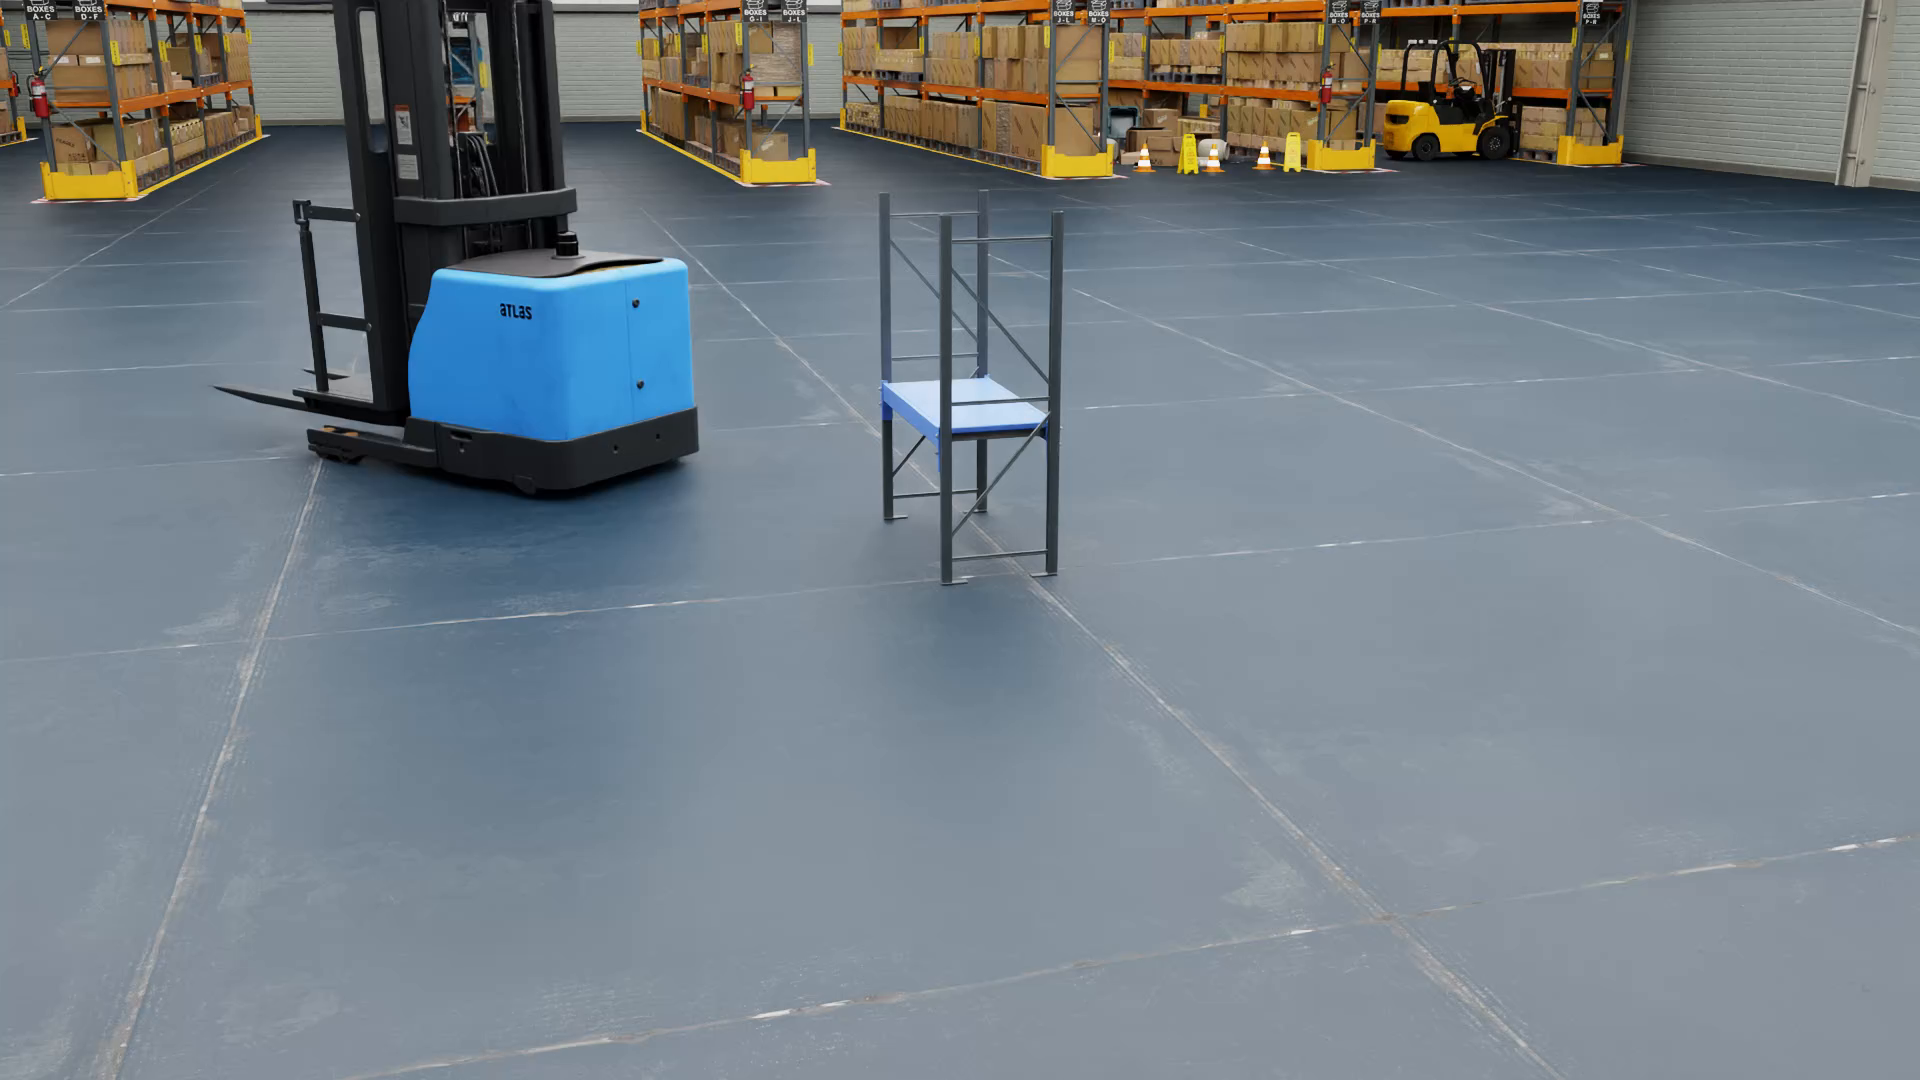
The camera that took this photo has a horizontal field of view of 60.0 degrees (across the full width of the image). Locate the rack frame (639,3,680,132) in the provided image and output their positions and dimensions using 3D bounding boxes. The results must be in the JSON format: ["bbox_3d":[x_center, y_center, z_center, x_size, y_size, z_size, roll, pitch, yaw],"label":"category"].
[{"bbox_3d":[-7.261,-11.544,40.670,1.000,3.000,0.127,-5,17,-15],"label":"rack frame"}]

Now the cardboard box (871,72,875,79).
[{"bbox_3d":[-1.845,-10.805,38.645,0.380,0.149,0.250,-5,17,-17],"label":"cardboard box"}]

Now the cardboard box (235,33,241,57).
[{"bbox_3d":[-15.973,-10.763,36.156,0.500,0.500,0.500,-4,17,-14],"label":"cardboard box"}]

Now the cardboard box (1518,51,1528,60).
[{"bbox_3d":[10.695,-9.081,31.167,0.380,0.149,0.250,-5,17,-15],"label":"cardboard box"}]

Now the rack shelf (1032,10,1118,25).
[{"bbox_3d":[2.817,-12.867,41.108,1.077,0.370,4.000,-5,17,-15],"label":"rack shelf"}]

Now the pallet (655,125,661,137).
[{"bbox_3d":[-6.635,-9.657,39.234,1.003,0.211,1.213,-5,17,-15],"label":"pallet"}]

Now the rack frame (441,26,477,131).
[{"bbox_3d":[-9.825,-8.940,31.999,1.000,3.000,0.127,-5,17,-15],"label":"rack frame"}]

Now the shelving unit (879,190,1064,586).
[{"bbox_3d":[0.023,-0.695,7.158,0.538,1.500,1.048,-5,17,-15],"label":"shelving unit"}]

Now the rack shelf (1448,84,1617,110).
[{"bbox_3d":[10.886,-8.504,31.799,1.077,0.370,4.000,-5,17,-15],"label":"rack shelf"}]

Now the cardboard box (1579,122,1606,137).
[{"bbox_3d":[11.506,-7.566,30.605,0.500,0.250,0.500,-4,17,-14],"label":"cardboard box"}]

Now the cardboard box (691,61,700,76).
[{"bbox_3d":[-4.823,-8.979,31.660,0.500,0.250,0.500,-5,17,-17],"label":"cardboard box"}]

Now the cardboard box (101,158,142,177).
[{"bbox_3d":[-12.465,-5.525,24.679,0.500,0.250,0.500,-5,17,-15],"label":"cardboard box"}]

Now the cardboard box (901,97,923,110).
[{"bbox_3d":[-0.980,-9.508,36.202,0.500,0.250,0.500,-4,17,-14],"label":"cardboard box"}]

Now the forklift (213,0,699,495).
[{"bbox_3d":[-2.890,-1.927,8.771,3.031,2.935,1.130,11,20,32],"label":"forklift"}]

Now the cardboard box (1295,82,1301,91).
[{"bbox_3d":[6.129,-8.002,29.314,0.380,0.149,0.250,-5,17,-16],"label":"cardboard box"}]

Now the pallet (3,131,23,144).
[{"bbox_3d":[-21.254,-8.819,36.444,1.003,0.211,1.213,-5,17,-15],"label":"pallet"}]

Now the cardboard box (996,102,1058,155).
[{"bbox_3d":[1.190,-7.344,29.650,0.875,0.875,0.875,-5,17,-15],"label":"cardboard box"}]

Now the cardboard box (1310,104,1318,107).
[{"bbox_3d":[8.480,-10.038,39.271,0.500,0.500,0.500,-5,18,-17],"label":"cardboard box"}]

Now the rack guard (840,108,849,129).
[{"bbox_3d":[-2.444,-10.690,42.172,1.175,0.500,0.348,-5,17,-15],"label":"rack guard"}]

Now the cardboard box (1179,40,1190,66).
[{"bbox_3d":[4.799,-9.935,33.890,0.500,0.500,0.500,-5,18,-17],"label":"cardboard box"}]

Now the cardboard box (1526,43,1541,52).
[{"bbox_3d":[10.764,-9.153,30.890,0.380,0.149,0.250,-4,17,-14],"label":"cardboard box"}]

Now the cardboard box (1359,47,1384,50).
[{"bbox_3d":[9.246,-10.912,37.661,0.500,0.500,0.500,-4,17,-13],"label":"cardboard box"}]

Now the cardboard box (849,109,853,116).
[{"bbox_3d":[-2.547,-10.641,41.372,0.380,0.149,0.250,-5,17,-16],"label":"cardboard box"}]

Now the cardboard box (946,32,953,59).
[{"bbox_3d":[0.131,-9.816,33.004,0.700,0.500,0.500,-5,17,-16],"label":"cardboard box"}]

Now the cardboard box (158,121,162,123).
[{"bbox_3d":[-14.575,-7.389,29.912,0.500,0.311,0.500,-5,17,-17],"label":"cardboard box"}]

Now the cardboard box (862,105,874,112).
[{"bbox_3d":[-2.143,-10.355,39.904,0.380,0.149,0.250,-5,18,-17],"label":"cardboard box"}]

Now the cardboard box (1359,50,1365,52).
[{"bbox_3d":[9.042,-10.755,36.742,0.380,0.149,0.250,-4,17,-14],"label":"cardboard box"}]

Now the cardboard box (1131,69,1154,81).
[{"bbox_3d":[4.077,-10.162,36.330,0.500,0.250,0.500,-5,18,-17],"label":"cardboard box"}]

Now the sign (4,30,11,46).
[{"bbox_3d":[-21.024,-11.076,36.688,0.100,0.325,0.005,-5,17,-15],"label":"sign"}]

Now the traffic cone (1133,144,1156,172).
[{"bbox_3d":[3.152,-6.527,28.376,0.336,0.463,0.334,-5,17,-15],"label":"traffic cone"}]

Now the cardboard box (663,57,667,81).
[{"bbox_3d":[-6.137,-10.200,36.020,0.500,0.500,0.500,-5,17,-15],"label":"cardboard box"}]

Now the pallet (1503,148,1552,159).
[{"bbox_3d":[10.854,-7.505,32.070,1.003,0.211,1.213,-5,17,-15],"label":"pallet"}]

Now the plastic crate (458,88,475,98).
[{"bbox_3d":[-7.563,-6.874,25.579,0.298,0.136,0.250,-5,17,-15],"label":"plastic crate"}]

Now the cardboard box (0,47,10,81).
[{"bbox_3d":[-21.399,-10.373,36.248,0.980,0.700,0.700,-4,17,-13],"label":"cardboard box"}]

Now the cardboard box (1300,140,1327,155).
[{"bbox_3d":[6.177,-6.995,29.575,0.500,0.250,0.500,-5,17,-16],"label":"cardboard box"}]

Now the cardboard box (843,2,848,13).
[{"bbox_3d":[-2.587,-13.129,40.991,0.500,0.250,0.500,-4,17,-13],"label":"cardboard box"}]

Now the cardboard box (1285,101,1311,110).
[{"bbox_3d":[6.028,-7.753,29.668,0.380,0.149,0.250,-4,17,-14],"label":"cardboard box"}]

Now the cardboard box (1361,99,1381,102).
[{"bbox_3d":[9.393,-9.992,37.989,0.380,0.149,0.250,-4,17,-12],"label":"cardboard box"}]

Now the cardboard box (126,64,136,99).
[{"bbox_3d":[-12.934,-6.942,25.176,0.700,0.500,0.500,-4,17,-14],"label":"cardboard box"}]

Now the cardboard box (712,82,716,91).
[{"bbox_3d":[-4.138,-7.951,29.145,0.380,0.149,0.250,-5,17,-15],"label":"cardboard box"}]

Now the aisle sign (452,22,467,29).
[{"bbox_3d":[-11.762,-12.441,39.135,0.394,0.787,0.004,-5,17,-15],"label":"aisle sign"}]

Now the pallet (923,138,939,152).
[{"bbox_3d":[-0.122,-8.136,34.171,1.003,0.211,1.213,-5,17,-15],"label":"pallet"}]

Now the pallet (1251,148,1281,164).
[{"bbox_3d":[6.122,-7.152,30.894,1.003,0.211,1.213,-5,17,-15],"label":"pallet"}]

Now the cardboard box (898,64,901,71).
[{"bbox_3d":[-1.122,-10.160,35.768,0.380,0.149,0.250,-5,18,-18],"label":"cardboard box"}]

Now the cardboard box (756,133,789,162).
[{"bbox_3d":[-3.020,-6.296,26.815,0.500,0.500,0.500,-1,17,-5],"label":"cardboard box"}]

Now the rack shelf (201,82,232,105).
[{"bbox_3d":[-15.138,-8.758,32.644,1.077,0.370,4.000,-5,17,-15],"label":"rack shelf"}]

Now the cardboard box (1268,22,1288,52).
[{"bbox_3d":[5.943,-8.969,29.667,0.700,0.500,0.500,-5,17,-16],"label":"cardboard box"}]

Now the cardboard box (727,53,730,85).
[{"bbox_3d":[-3.338,-7.734,27.293,0.875,0.500,0.500,-5,17,-15],"label":"cardboard box"}]

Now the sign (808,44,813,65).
[{"bbox_3d":[-2.343,-7.576,25.954,0.100,0.325,0.005,-5,17,-15],"label":"sign"}]

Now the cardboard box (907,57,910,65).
[{"bbox_3d":[-0.915,-10.093,35.029,0.380,0.149,0.250,-4,17,-13],"label":"cardboard box"}]

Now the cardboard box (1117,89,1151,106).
[{"bbox_3d":[4.115,-9.743,37.637,0.875,0.875,0.875,-4,17,-15],"label":"cardboard box"}]

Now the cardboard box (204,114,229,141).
[{"bbox_3d":[-15.012,-8.279,33.380,0.500,0.500,0.500,-4,17,-15],"label":"cardboard box"}]

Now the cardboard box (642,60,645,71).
[{"bbox_3d":[-7.389,-11.461,40.135,0.500,0.250,0.500,-5,17,-17],"label":"cardboard box"}]

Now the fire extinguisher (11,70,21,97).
[{"bbox_3d":[-21.147,-10.232,37.084,0.296,0.674,0.183,-5,17,-15],"label":"fire extinguisher"}]

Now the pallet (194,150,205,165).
[{"bbox_3d":[-14.400,-6.983,30.332,1.003,0.211,1.213,-5,17,-15],"label":"pallet"}]

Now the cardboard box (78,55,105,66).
[{"bbox_3d":[-12.291,-6.820,23.642,0.380,0.149,0.250,-5,17,-16],"label":"cardboard box"}]
